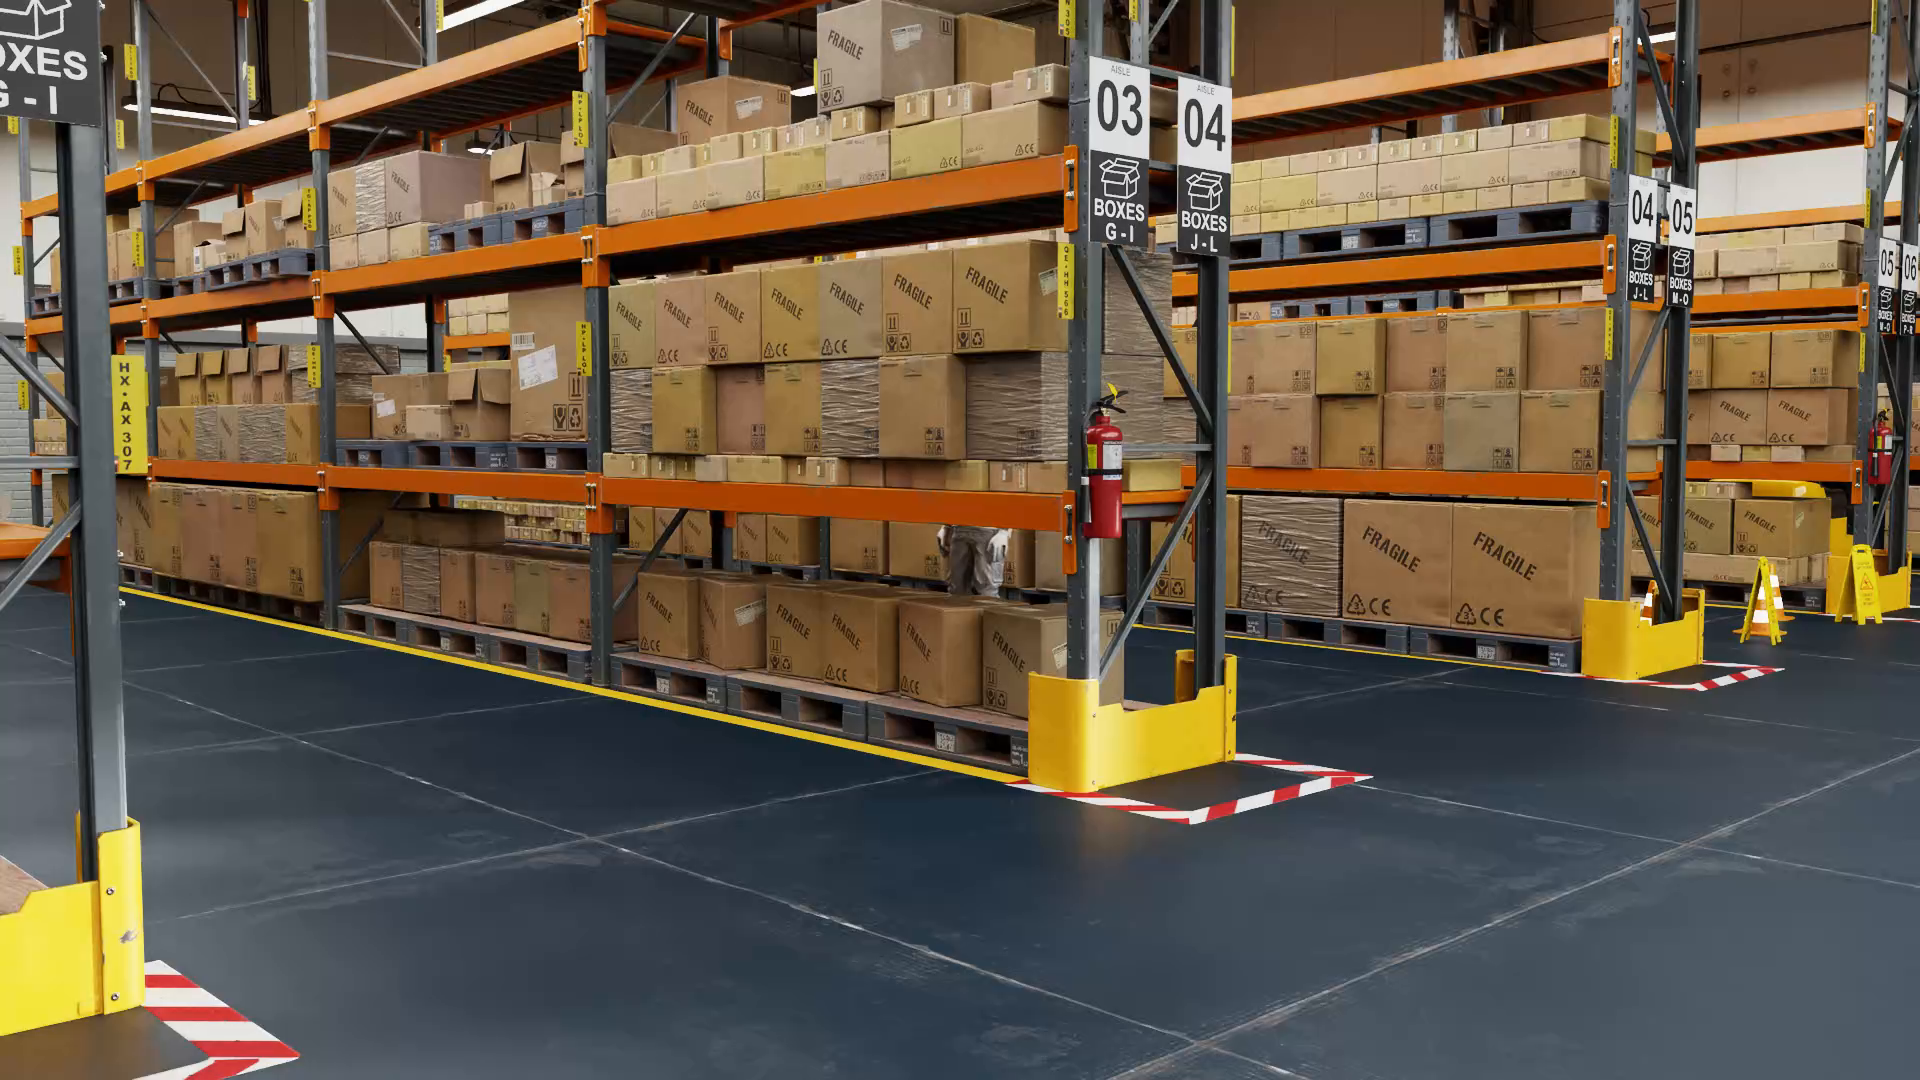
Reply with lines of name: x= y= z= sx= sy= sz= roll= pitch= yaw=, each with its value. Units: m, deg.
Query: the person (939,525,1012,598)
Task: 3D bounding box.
person: x=0.101 y=-0.029 z=11.067 sx=0.451 sy=1.773 sz=0.616 roll=-4 pitch=5 yaw=-44
